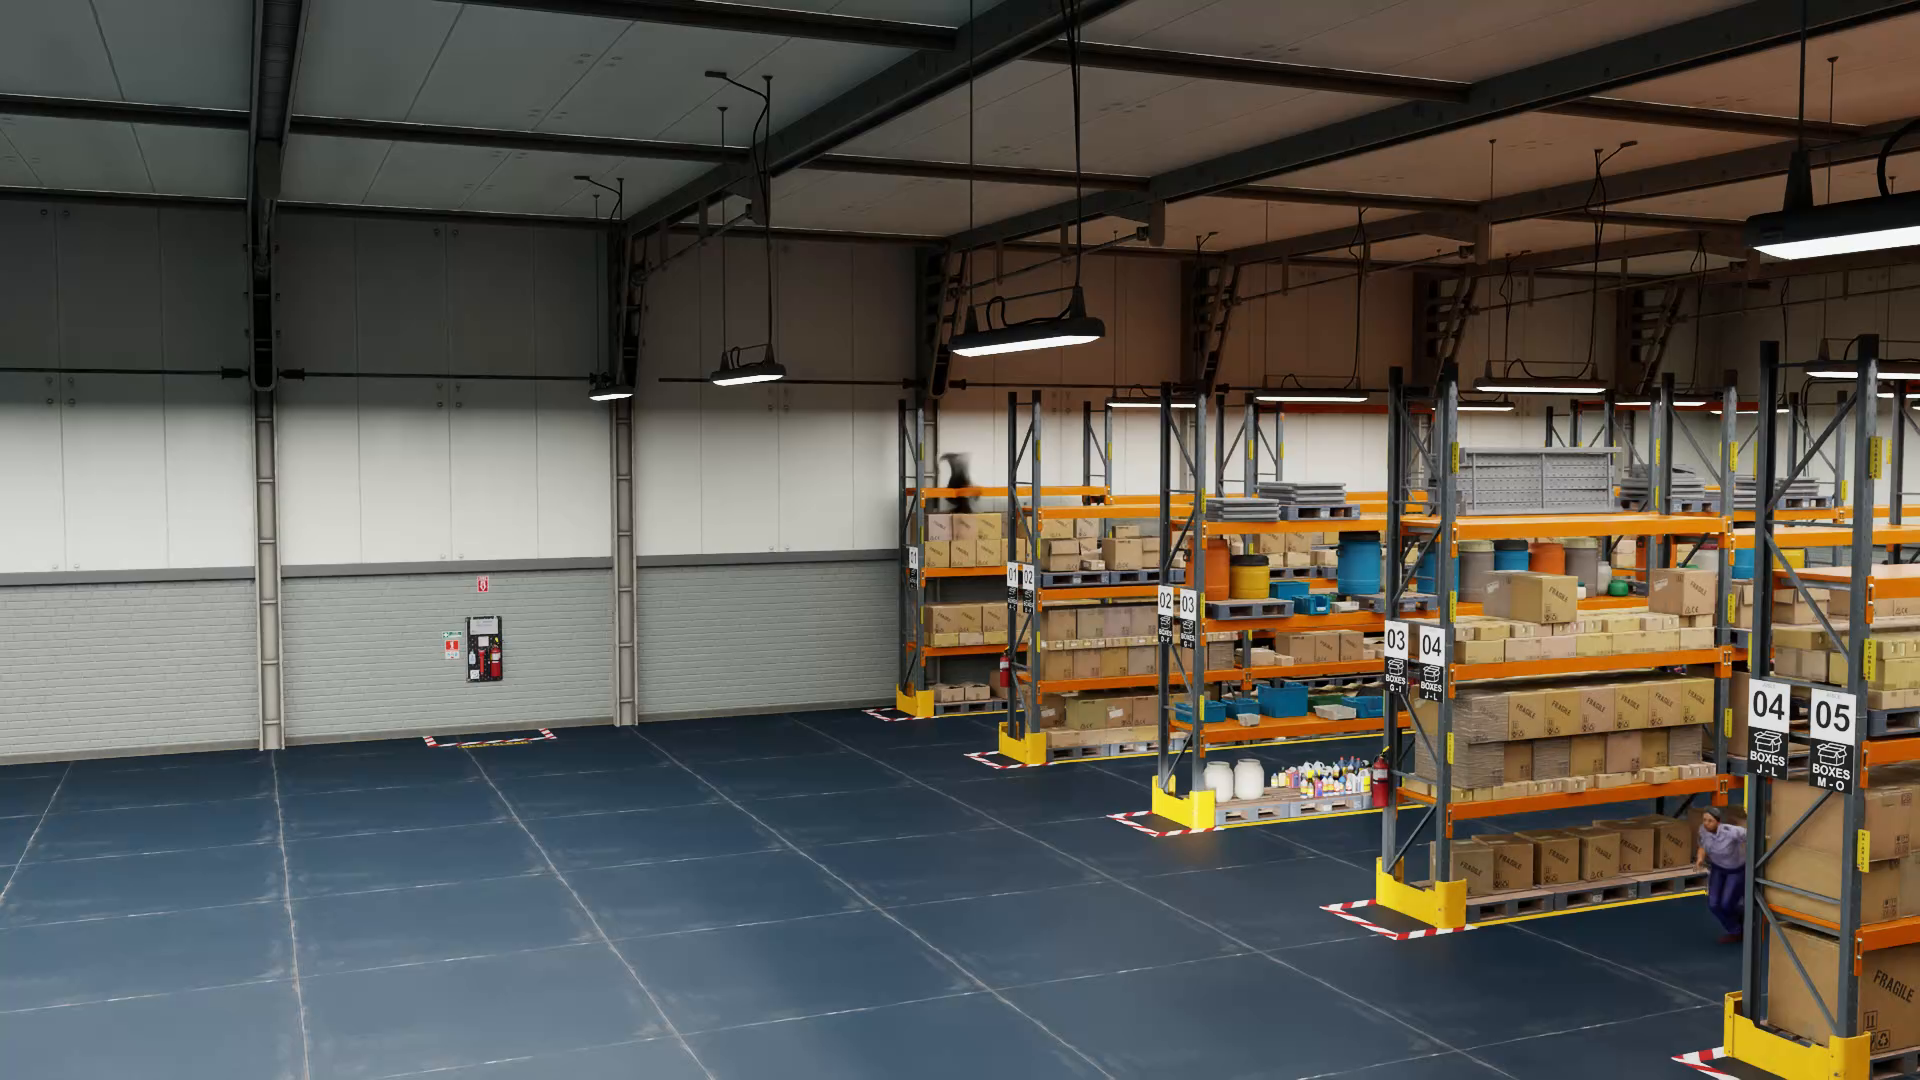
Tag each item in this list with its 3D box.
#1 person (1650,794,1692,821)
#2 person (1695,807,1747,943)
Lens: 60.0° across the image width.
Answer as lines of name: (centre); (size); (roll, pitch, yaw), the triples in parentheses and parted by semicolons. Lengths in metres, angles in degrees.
person: (9.311, 3.015, 21.785); (0.772, 1.861, 0.685); (-2, 4, -30)
person: (7.883, 3.449, 17.024); (0.768, 1.458, 0.639); (-2, 4, -33)
